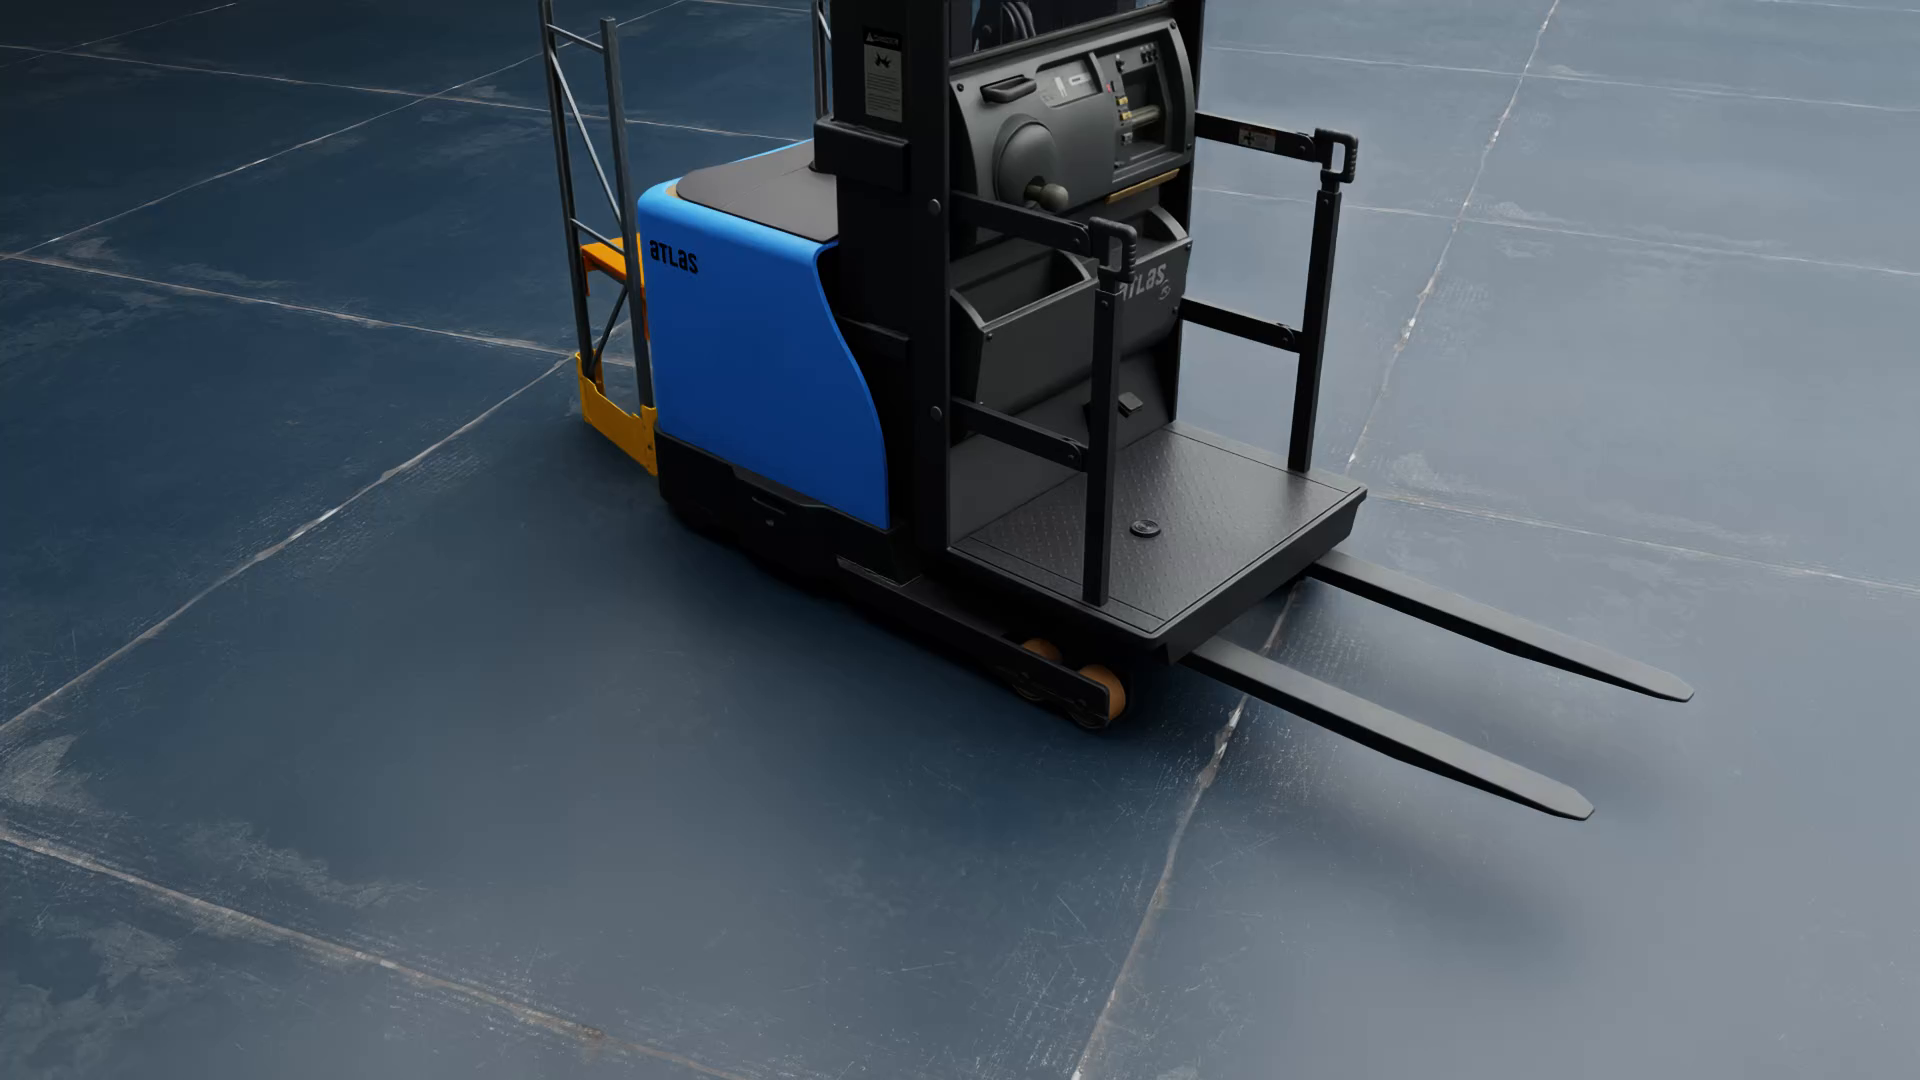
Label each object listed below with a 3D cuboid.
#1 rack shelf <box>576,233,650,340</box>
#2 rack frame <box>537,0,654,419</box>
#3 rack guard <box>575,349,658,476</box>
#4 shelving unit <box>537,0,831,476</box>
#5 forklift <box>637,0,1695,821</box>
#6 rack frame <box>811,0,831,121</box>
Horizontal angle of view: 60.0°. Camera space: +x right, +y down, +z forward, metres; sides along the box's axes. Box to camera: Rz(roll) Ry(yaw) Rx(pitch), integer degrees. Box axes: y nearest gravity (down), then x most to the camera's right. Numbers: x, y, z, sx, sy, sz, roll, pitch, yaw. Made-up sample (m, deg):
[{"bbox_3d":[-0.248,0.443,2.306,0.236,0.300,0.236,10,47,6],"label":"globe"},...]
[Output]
[{"bbox_3d":[-0.776,-0.981,5.827,1.000,0.185,0.538,-20,35,-31],"label":"rack shelf"},{"bbox_3d":[-1.184,-0.989,5.475,0.032,1.500,0.500,-20,35,-31],"label":"rack frame"},{"bbox_3d":[-1.169,-0.450,5.793,0.087,0.250,0.587,-20,35,-31],"label":"rack guard"},{"bbox_3d":[-0.768,-1.140,5.743,1.083,1.500,0.587,-20,35,-31],"label":"shelving unit"},{"bbox_3d":[0.470,-1.074,4.171,3.031,2.935,1.130,23,37,35],"label":"forklift"},{"bbox_3d":[-0.367,-1.286,6.001,0.032,1.500,0.500,-20,35,-31],"label":"rack frame"}]
